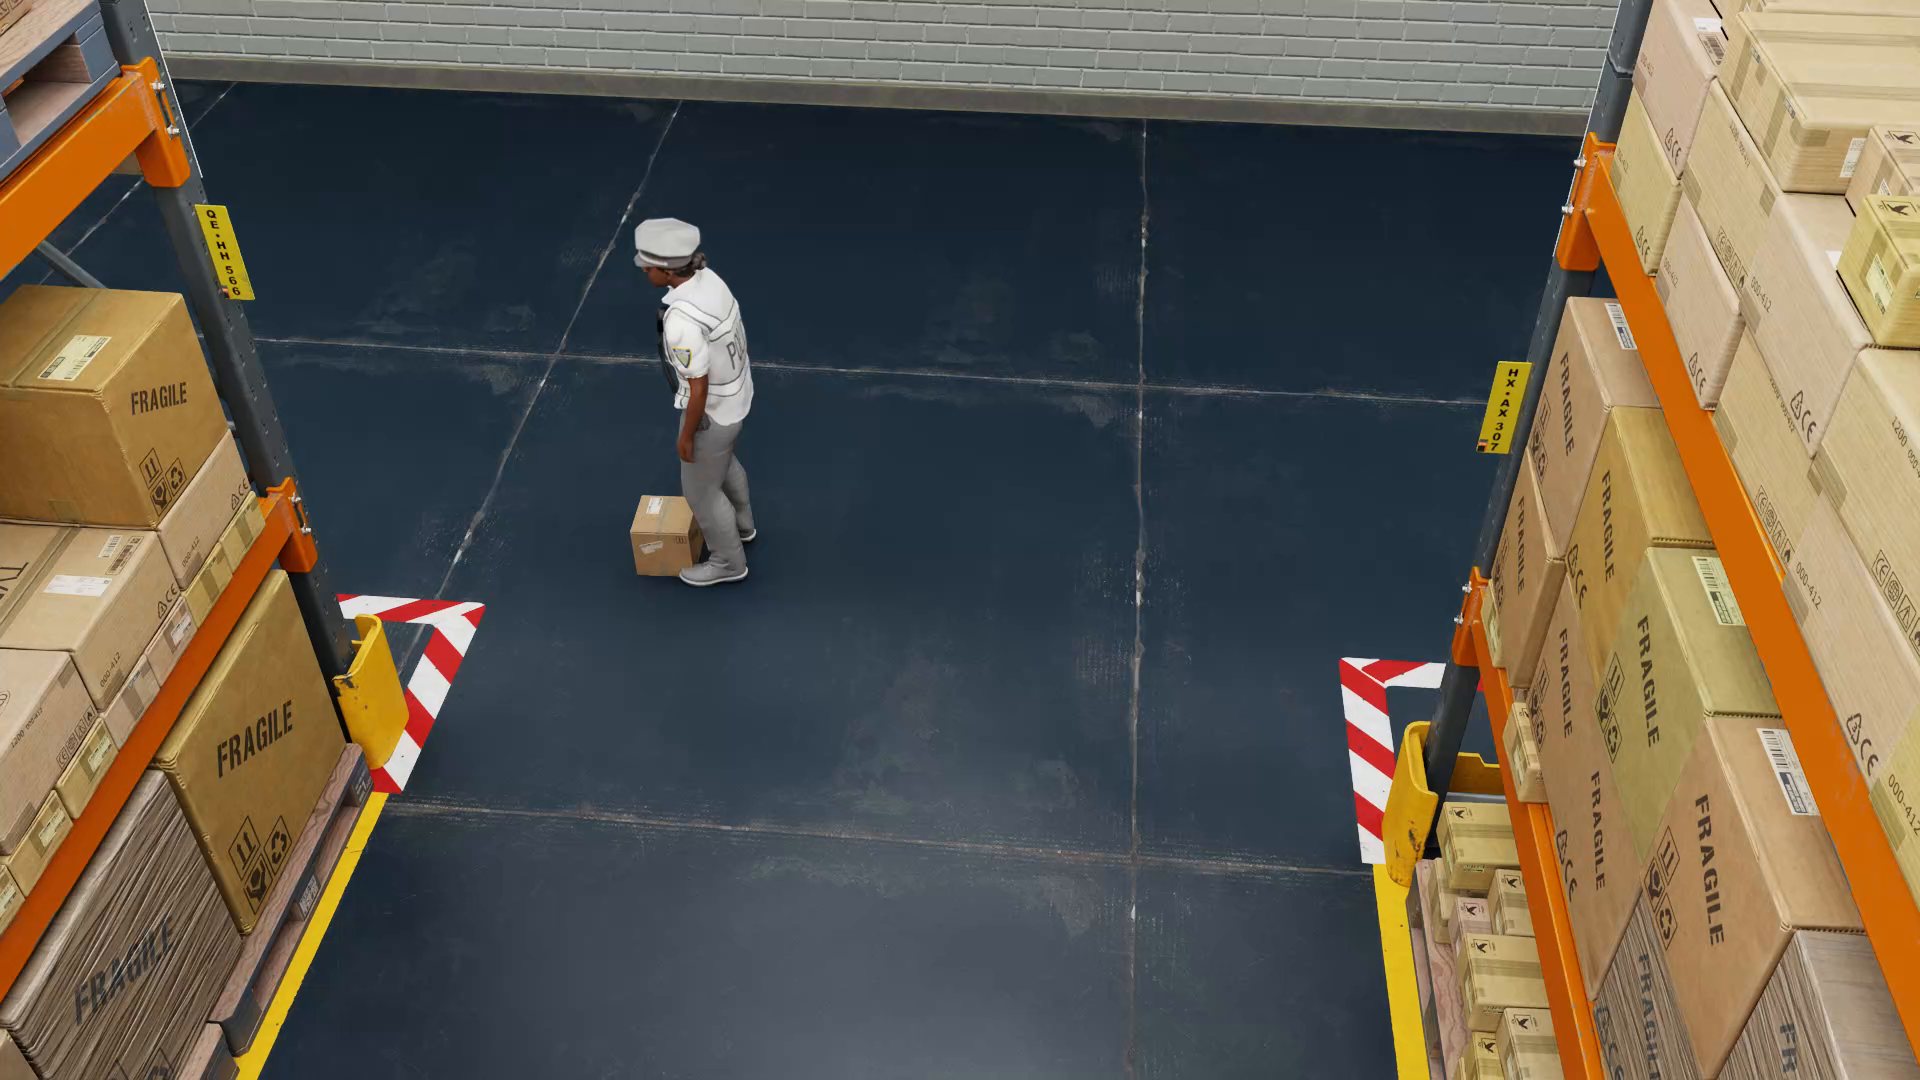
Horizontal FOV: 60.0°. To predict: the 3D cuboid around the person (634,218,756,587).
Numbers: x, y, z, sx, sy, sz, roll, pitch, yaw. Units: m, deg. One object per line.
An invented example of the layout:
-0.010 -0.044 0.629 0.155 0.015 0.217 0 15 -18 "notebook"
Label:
-1.043 -0.549 6.803 0.393 1.660 0.506 3 40 4 "person"
